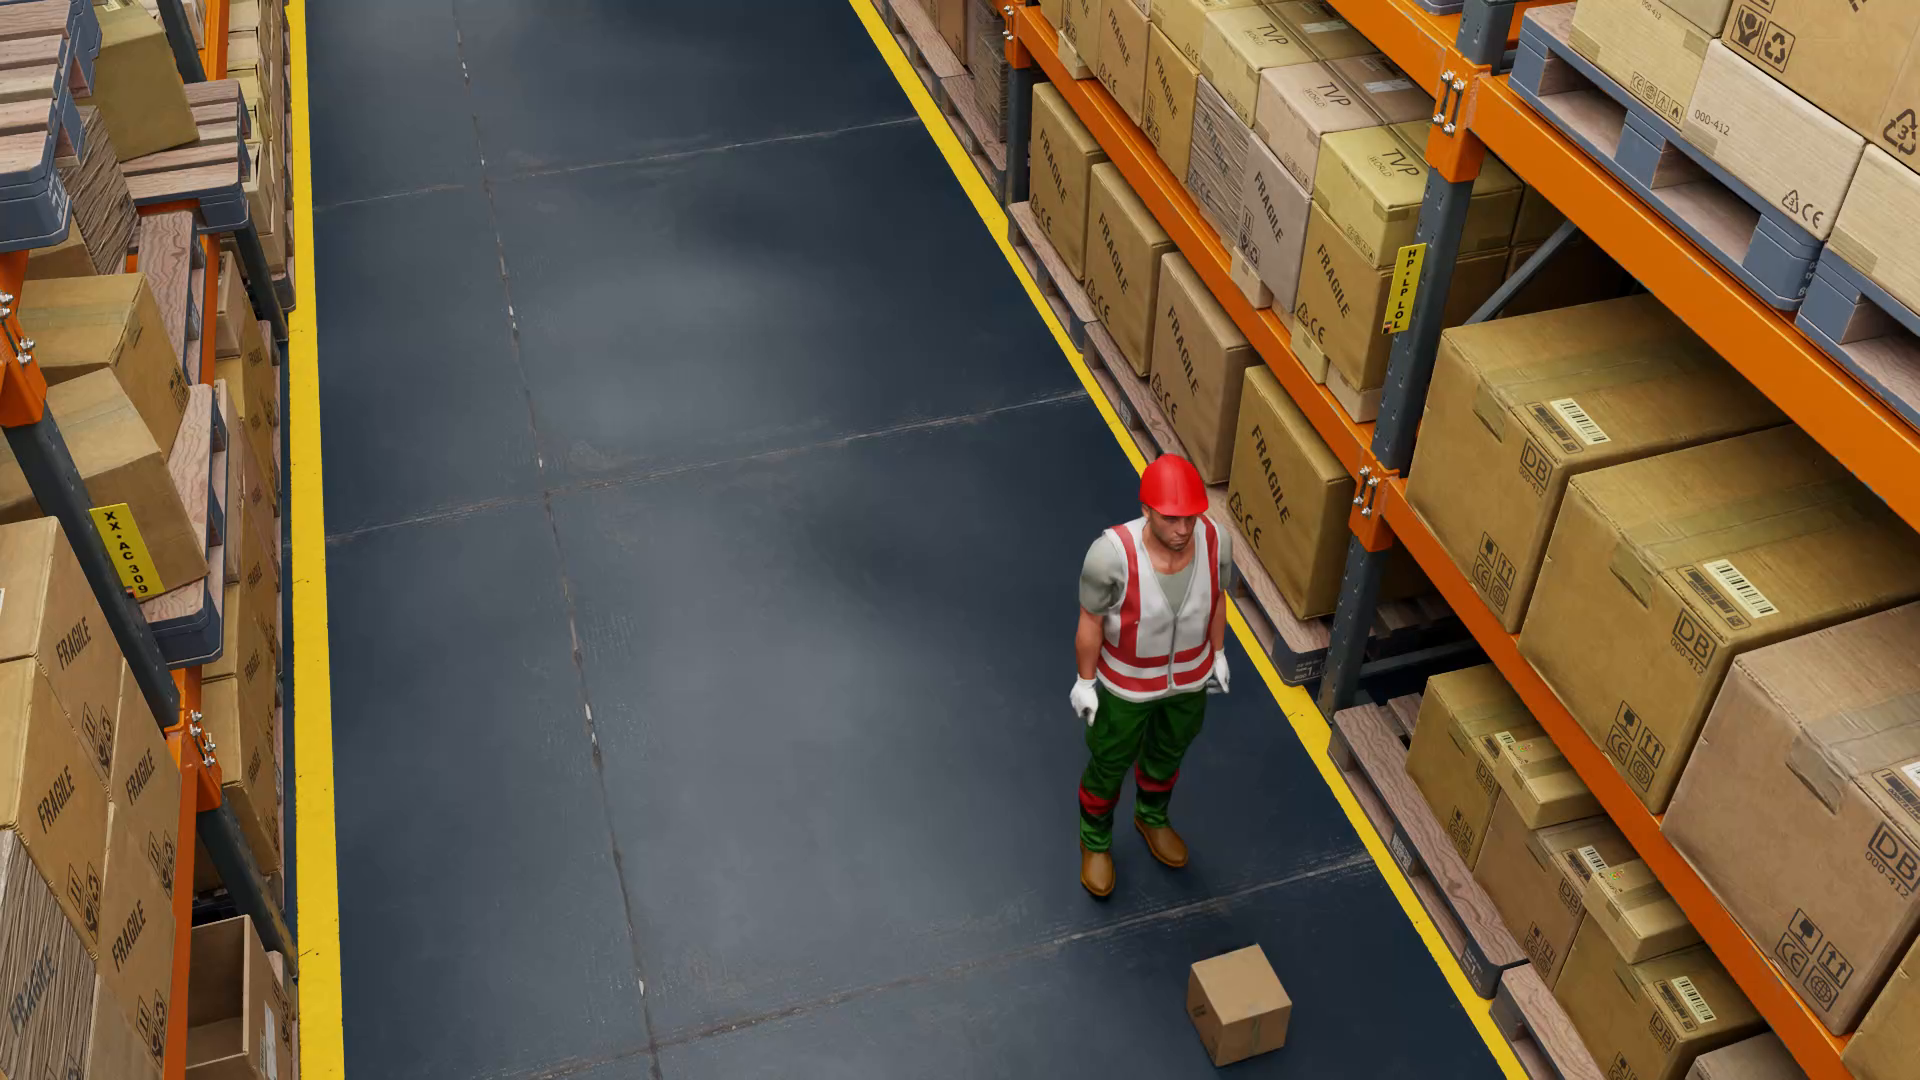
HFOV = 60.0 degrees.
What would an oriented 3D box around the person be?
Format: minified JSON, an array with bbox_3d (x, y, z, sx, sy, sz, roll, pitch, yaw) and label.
[{"bbox_3d":[0.657,0.472,5.607,0.572,1.798,0.401,-11,43,-12],"label":"person"}]
